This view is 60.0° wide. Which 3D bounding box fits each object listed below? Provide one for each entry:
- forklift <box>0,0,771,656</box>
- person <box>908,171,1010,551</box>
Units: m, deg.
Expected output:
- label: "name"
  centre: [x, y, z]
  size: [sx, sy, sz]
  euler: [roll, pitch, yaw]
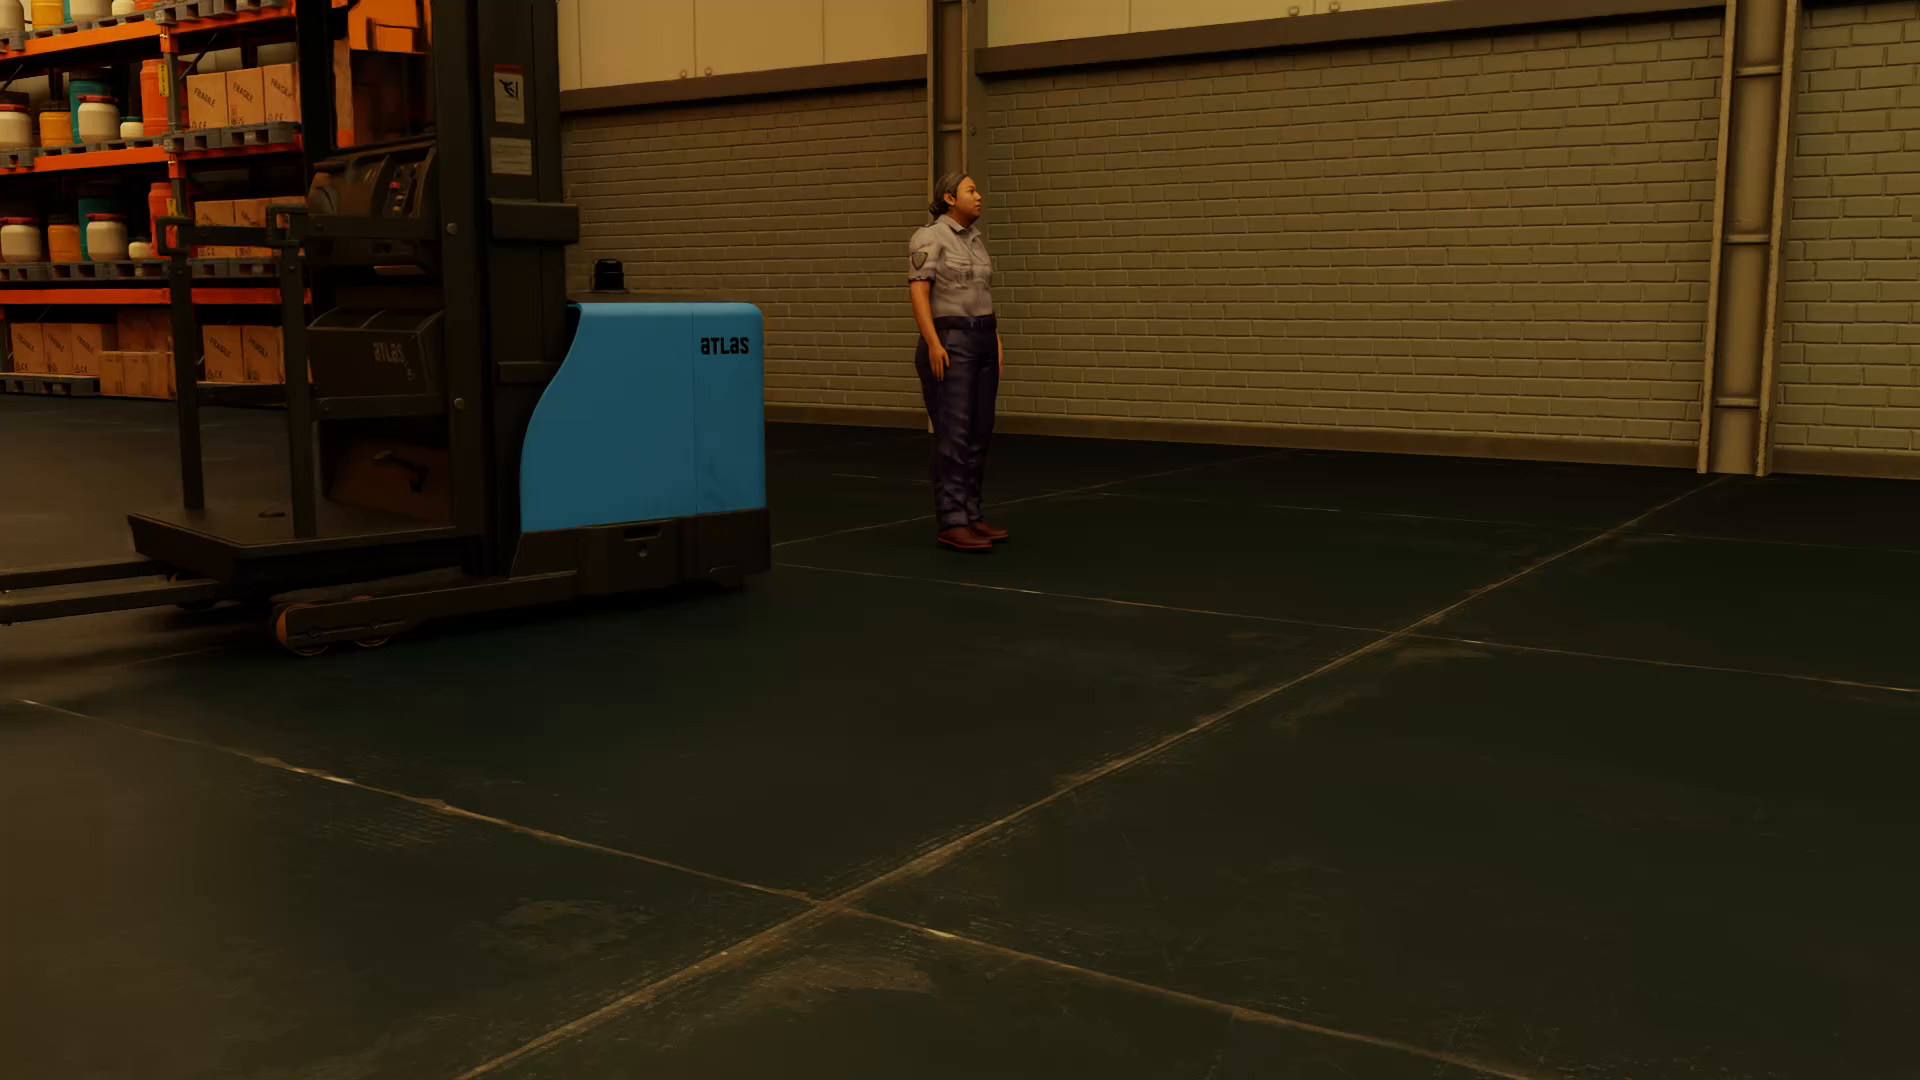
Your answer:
- label: "forklift"
  centre: [-2.142, -1.176, 5.466]
  size: [3.031, 2.935, 1.130]
  euler: [-7, 11, -42]
- label: "person"
  centre: [0.062, -0.814, 7.419]
  size: [0.503, 1.650, 0.599]
  euler: [5, 10, 34]
